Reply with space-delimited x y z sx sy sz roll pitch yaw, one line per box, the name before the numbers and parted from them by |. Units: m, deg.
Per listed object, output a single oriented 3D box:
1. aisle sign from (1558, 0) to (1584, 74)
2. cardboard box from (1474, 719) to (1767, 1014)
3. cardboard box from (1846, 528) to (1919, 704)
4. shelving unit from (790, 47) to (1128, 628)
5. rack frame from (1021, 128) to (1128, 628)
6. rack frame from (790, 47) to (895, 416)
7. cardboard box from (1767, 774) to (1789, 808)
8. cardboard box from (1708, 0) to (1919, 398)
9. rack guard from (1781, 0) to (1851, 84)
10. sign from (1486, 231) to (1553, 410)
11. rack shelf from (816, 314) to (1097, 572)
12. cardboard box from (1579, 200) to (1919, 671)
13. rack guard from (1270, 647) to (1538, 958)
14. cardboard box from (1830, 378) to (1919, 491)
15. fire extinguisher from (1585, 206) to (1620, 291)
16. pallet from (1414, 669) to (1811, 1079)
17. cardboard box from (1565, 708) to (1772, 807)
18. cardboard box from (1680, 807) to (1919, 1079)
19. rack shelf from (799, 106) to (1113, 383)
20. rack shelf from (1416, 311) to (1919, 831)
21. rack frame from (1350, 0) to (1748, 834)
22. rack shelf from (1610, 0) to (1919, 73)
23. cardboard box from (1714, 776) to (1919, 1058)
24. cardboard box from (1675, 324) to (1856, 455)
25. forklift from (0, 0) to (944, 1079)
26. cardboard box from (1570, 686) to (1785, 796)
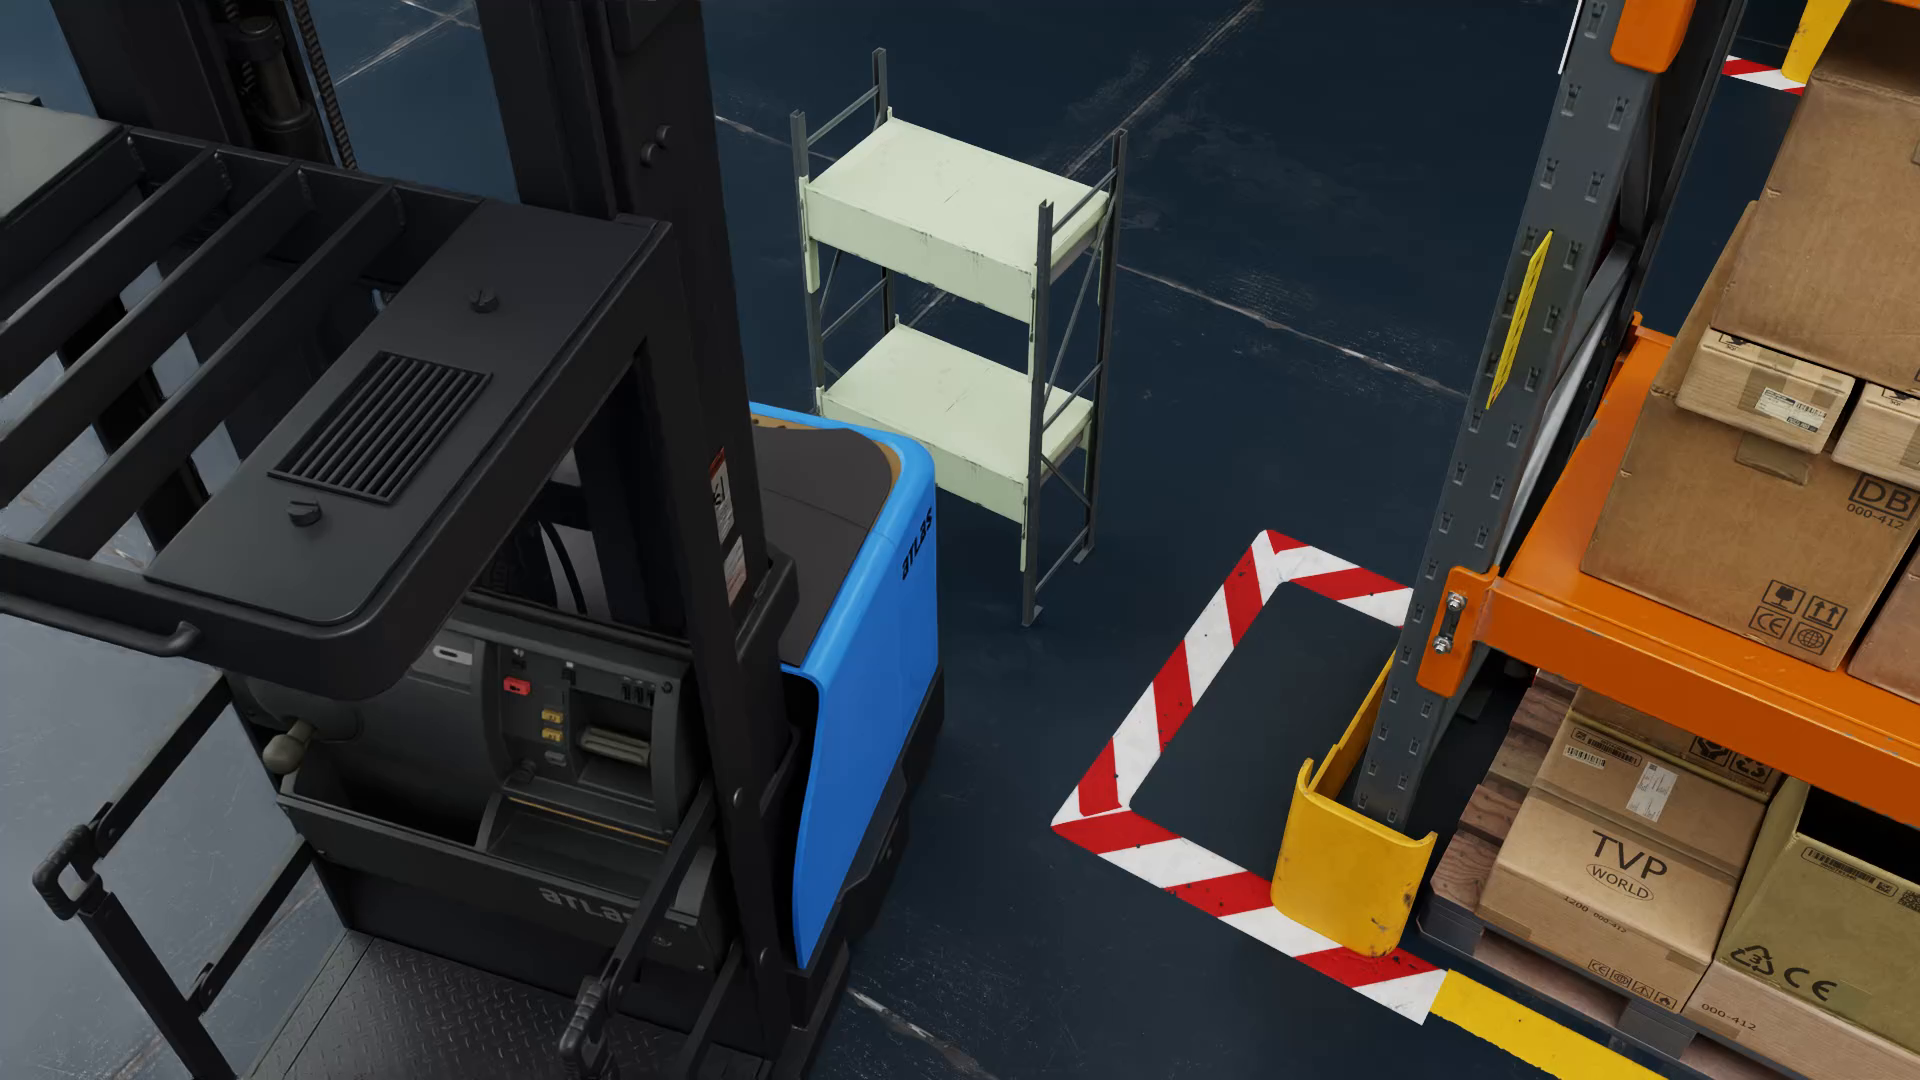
aisle sign | 1.045 -1.123 2.437 0.004 0.787 0.394 25 51 22
cardboard box | 1.597 0.777 4.028 0.500 0.250 0.500 25 51 22
cardboard box | 2.096 -0.023 3.111 0.500 0.500 0.700 26 51 23
shelving unit | -0.006 -0.525 4.715 0.755 1.500 0.431 25 51 22
rack frame | 0.302 -0.384 4.577 0.023 1.500 0.400 25 51 22
rack frame | -0.314 -0.667 4.852 0.023 1.500 0.400 25 51 22
cardboard box | 2.304 0.651 4.151 0.500 0.250 0.500 25 51 22
cardboard box | 1.696 -0.655 2.821 0.500 0.500 0.700 25 51 22
rack guard | 4.001 -2.468 7.300 0.348 0.500 1.175 25 51 22
sign | 0.961 -0.373 2.862 0.005 0.325 0.100 25 51 22
rack shelf | -0.006 -0.298 4.948 0.720 0.370 0.431 25 51 22
cardboard box | 1.652 -0.223 3.306 0.500 0.500 0.700 25 51 22
rack guard | 1.245 0.485 4.430 0.348 0.500 1.175 25 51 22
cardboard box | 1.703 -0.255 2.884 0.250 0.149 0.380 23 50 21
fire extinguisher | 1.417 -0.676 3.869 0.183 0.674 0.296 25 51 22
pallet | 1.932 0.866 4.262 1.213 0.211 1.003 25 51 22
cardboard box | 1.877 0.464 4.332 0.500 0.250 0.500 25 51 22
cardboard box | 2.020 0.968 3.842 0.500 0.250 0.500 25 51 22
rack shelf | -0.006 -0.797 4.435 0.720 0.370 0.431 25 51 22
rack shelf | 2.949 0.648 3.030 4.000 0.370 1.077 25 51 22
rack frame | 1.266 -0.377 3.525 0.127 3.000 1.000 25 51 22
rack shelf | 2.949 -0.397 1.954 4.000 0.370 1.077 25 51 22
cardboard box | 2.019 0.708 3.572 0.500 0.500 0.500 25 51 22
cardboard box | 1.480 -0.356 2.982 0.250 0.149 0.380 24 51 22
forklift | -0.986 0.387 2.831 1.130 2.935 3.031 13 47 13
cardboard box | 1.878 0.202 4.064 0.500 0.500 0.500 25 51 22
